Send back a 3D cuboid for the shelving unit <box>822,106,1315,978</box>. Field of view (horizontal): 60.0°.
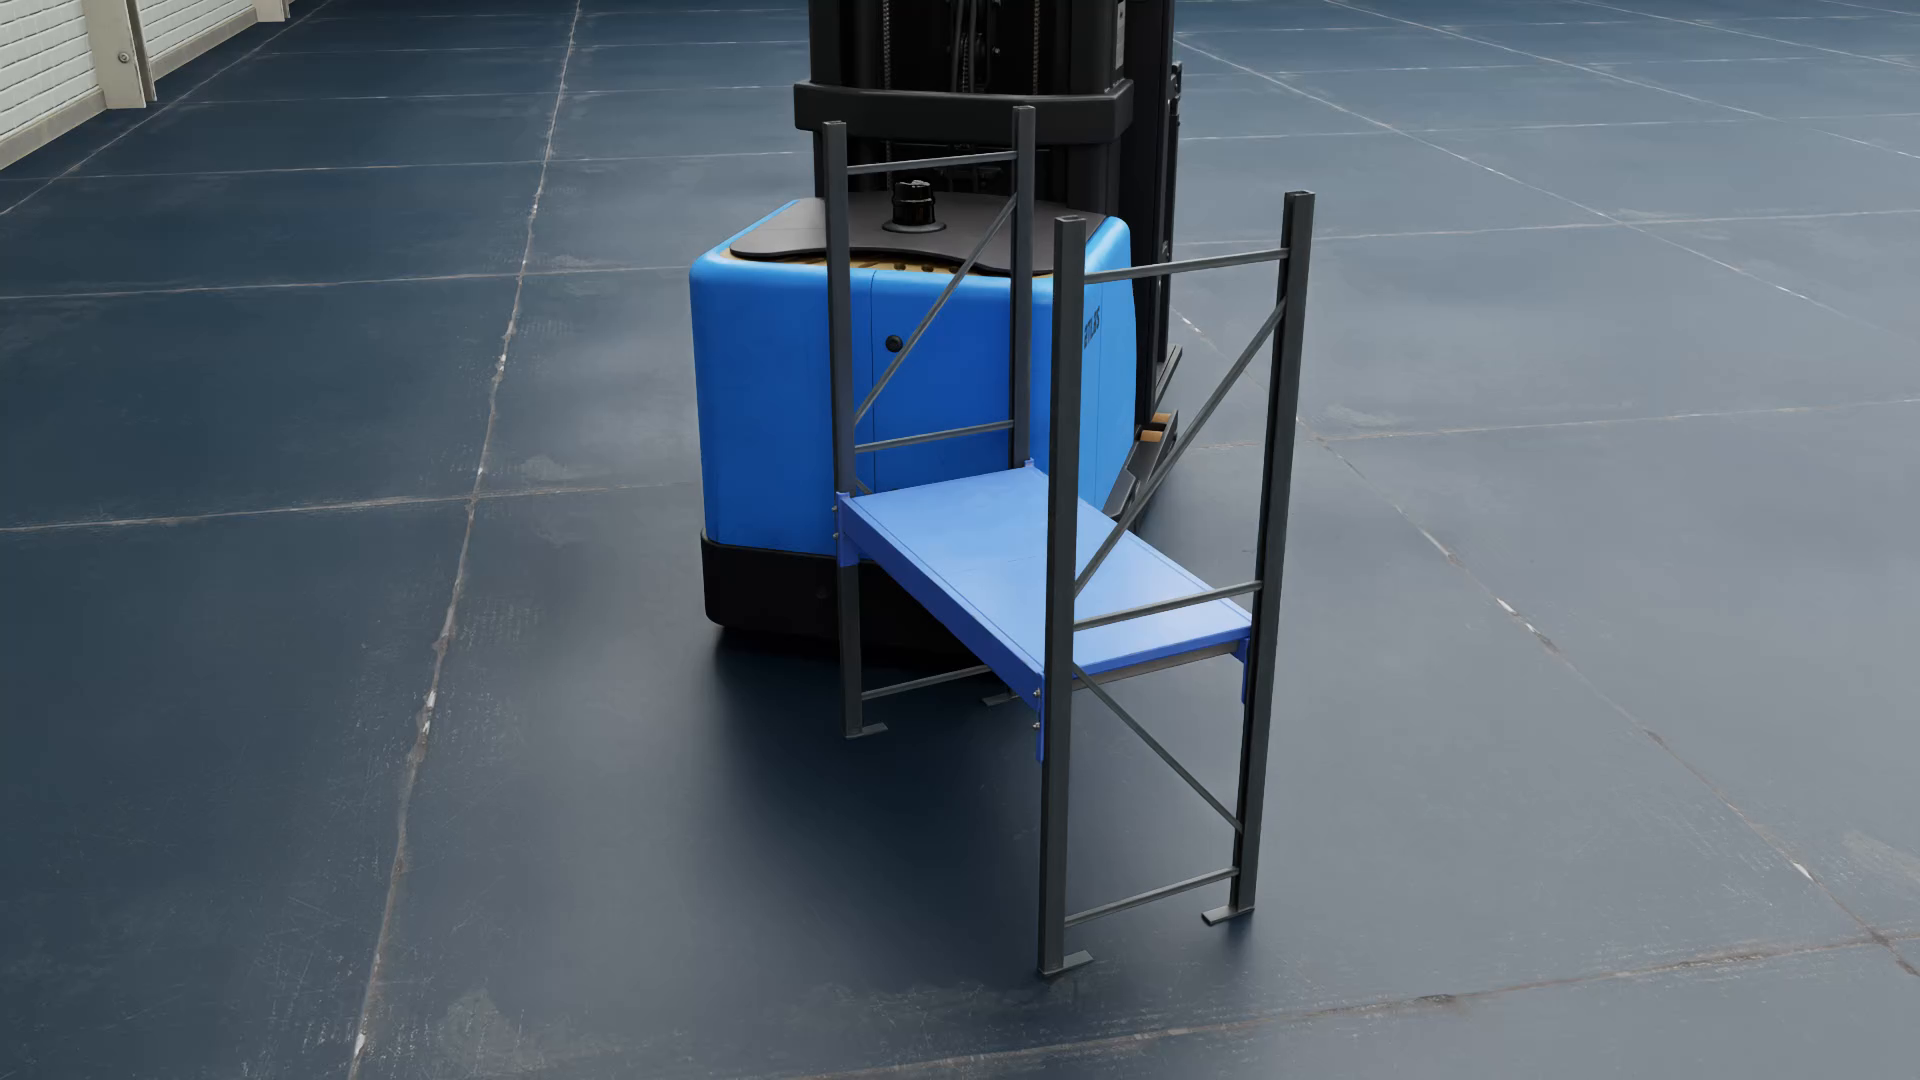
[{"bbox_3d":[0.161,-0.057,3.507,0.538,1.500,1.048,-11,26,-24],"label":"shelving unit"}]

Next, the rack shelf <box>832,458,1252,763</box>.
[{"bbox_3d":[0.161,0.107,3.579,0.538,0.185,1.000,-11,26,-24],"label":"rack shelf"}]

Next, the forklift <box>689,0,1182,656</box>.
[{"bbox_3d":[0.155,-1.585,5.218,1.130,2.935,3.031,6,24,13],"label":"forklift"}]

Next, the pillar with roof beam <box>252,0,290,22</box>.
[{"bbox_3d":[-3.428,-10.240,17.453,9.100,9.000,0.400,-4,24,-10],"label":"pillar with roof beam"}]

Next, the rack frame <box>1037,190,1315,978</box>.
[{"bbox_3d":[0.384,0.125,3.089,0.500,1.500,0.032,-11,26,-24],"label":"rack frame"}]

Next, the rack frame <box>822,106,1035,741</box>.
[{"bbox_3d":[-0.062,-0.240,3.926,0.500,1.500,0.032,-11,26,-24],"label":"rack frame"}]

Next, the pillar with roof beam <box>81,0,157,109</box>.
[{"bbox_3d":[-2.318,-7.880,12.049,9.100,9.000,0.400,-4,24,-10],"label":"pillar with roof beam"}]
